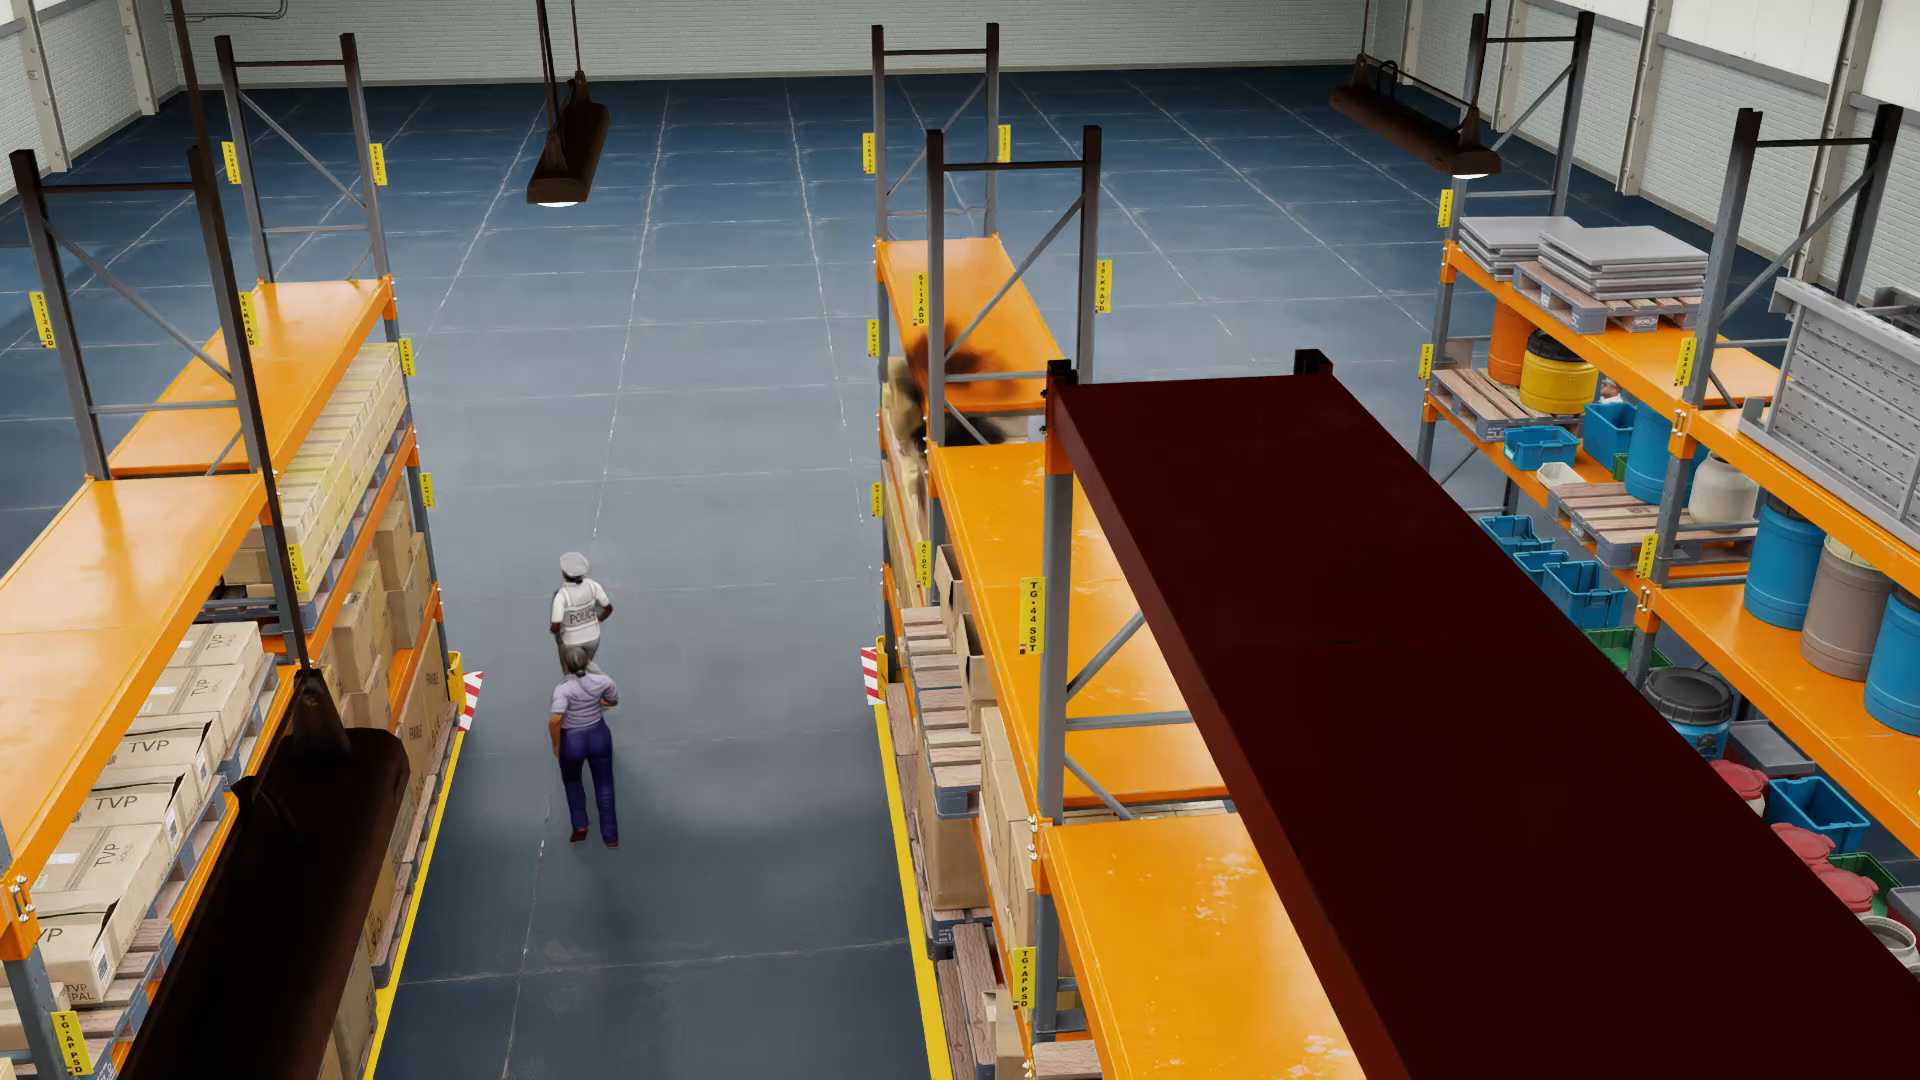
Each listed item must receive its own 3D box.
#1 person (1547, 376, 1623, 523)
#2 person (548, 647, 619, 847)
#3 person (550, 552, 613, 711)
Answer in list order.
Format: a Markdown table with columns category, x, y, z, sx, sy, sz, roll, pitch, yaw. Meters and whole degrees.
| category | x | y | z | sx | sy | sz | roll | pitch | yaw |
| --- | --- | --- | --- | --- | --- | --- | --- | --- | --- |
| person | 7.186 | -1.019 | 18.547 | 0.949 | 1.805 | 0.659 | 9 | 27 | 18 |
| person | -2.853 | 1.602 | 12.676 | 0.597 | 1.782 | 0.715 | -12 | 28 | -23 |
| person | -3.347 | 0.867 | 14.683 | 0.581 | 1.660 | 0.562 | -21 | 33 | -37 |
